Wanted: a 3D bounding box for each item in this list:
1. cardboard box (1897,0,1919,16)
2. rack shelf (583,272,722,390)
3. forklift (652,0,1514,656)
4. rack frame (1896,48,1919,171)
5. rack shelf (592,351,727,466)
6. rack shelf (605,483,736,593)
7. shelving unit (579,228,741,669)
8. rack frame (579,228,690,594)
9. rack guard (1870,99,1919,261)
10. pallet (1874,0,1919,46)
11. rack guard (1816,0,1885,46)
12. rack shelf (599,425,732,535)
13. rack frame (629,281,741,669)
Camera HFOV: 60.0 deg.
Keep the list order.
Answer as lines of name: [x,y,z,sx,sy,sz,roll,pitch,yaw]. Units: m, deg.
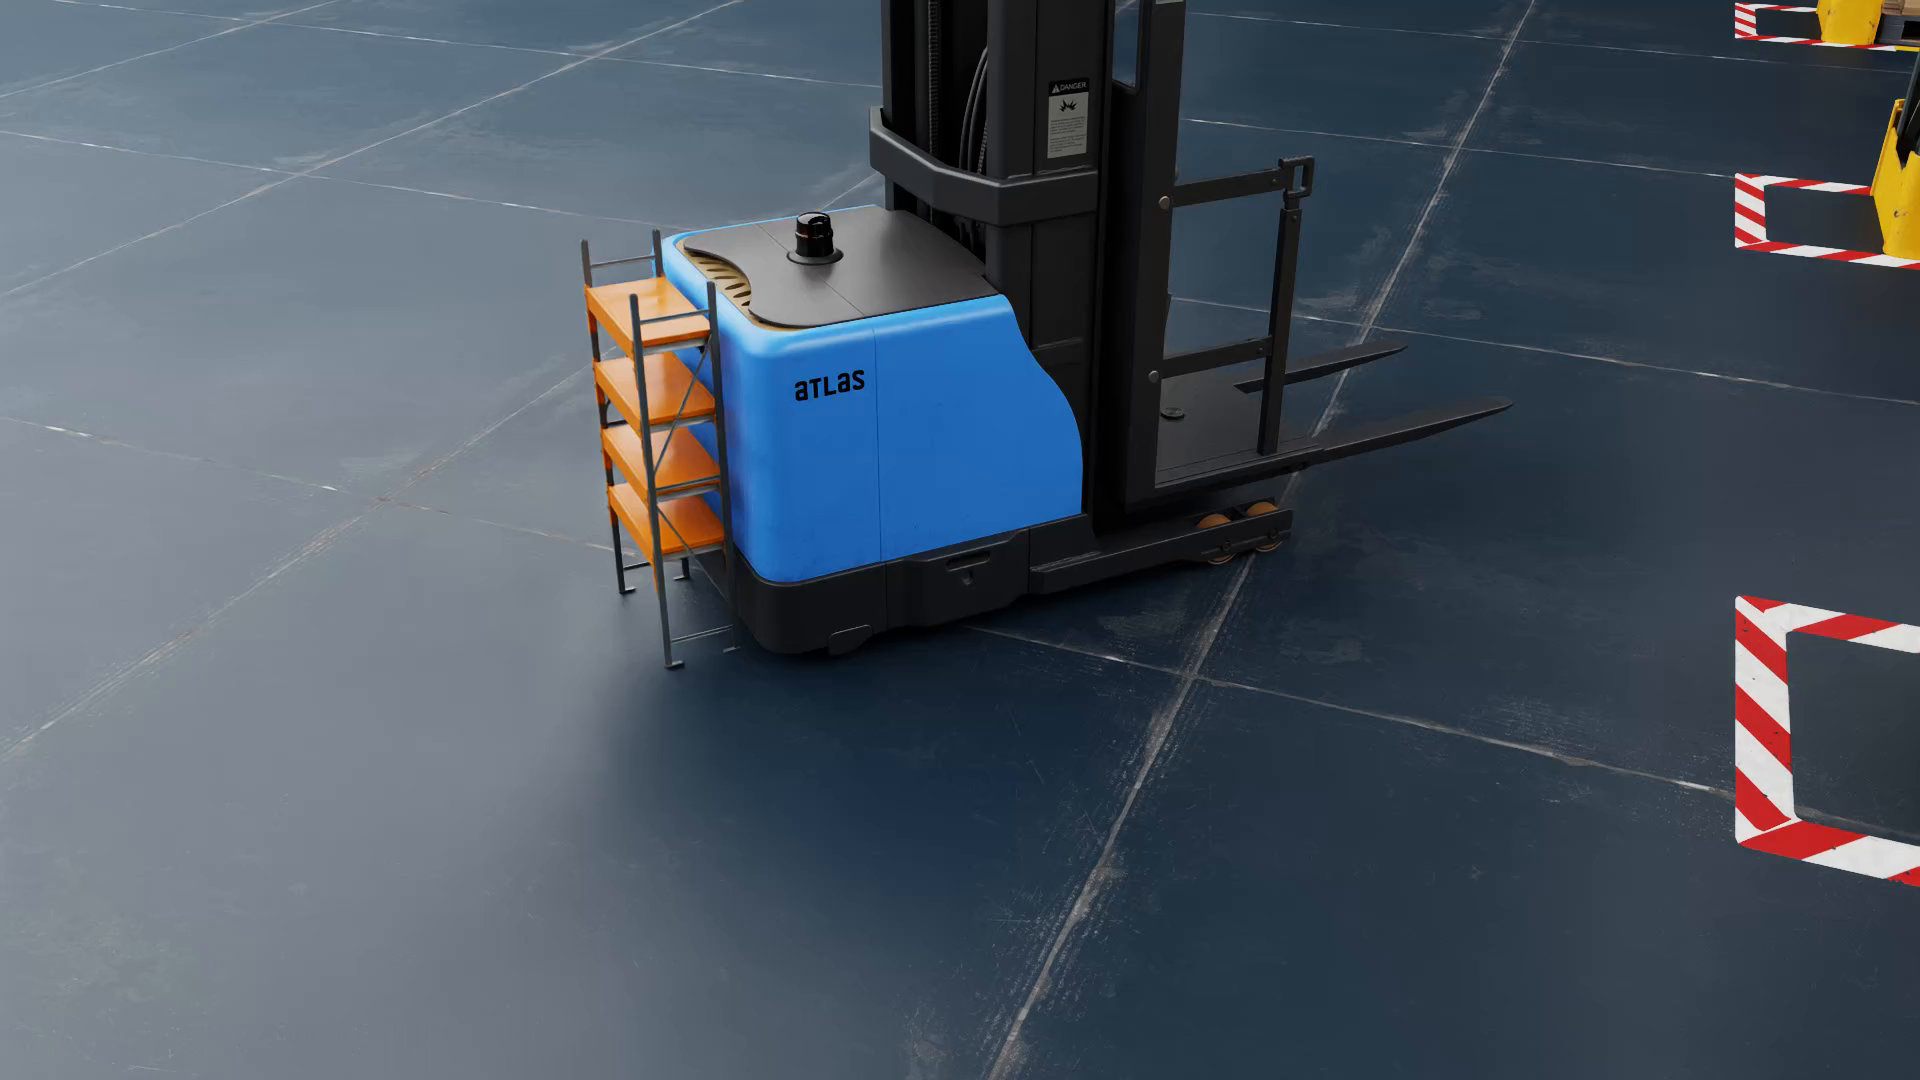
cardboard box: [7.150,-3.981,12.112,0.500,0.250,0.500,11,31,19]
rack shelf: [-0.893,-0.611,4.812,0.258,0.148,0.480,-14,32,-23]
forklift: [0.565,-1.413,5.270,3.031,2.935,1.130,-14,32,-23]
rack frame: [4.871,-2.938,7.899,0.127,3.000,1.000,11,31,19]
rack shelf: [-0.895,-0.405,4.928,0.258,0.148,0.480,-14,32,-23]
rack shelf: [-0.897,-0.037,5.134,0.258,0.148,0.480,-14,32,-23]
shelving unit: [-0.896,-0.269,5.004,0.258,1.200,0.503,-14,32,-23]
rack frame: [-1.005,-0.376,5.194,0.240,1.200,0.015,-14,32,-23]
rack guard: [4.959,-1.857,8.527,0.348,0.500,1.175,11,31,19]
pallet: [7.461,-3.859,12.363,1.213,0.211,1.003,11,31,19]
rack guard: [6.715,-4.112,12.516,0.348,0.500,1.175,11,31,19]
rack shelf: [-0.896,-0.210,5.037,0.258,0.148,0.480,-14,32,-23]
rack frame: [-0.786,-0.161,4.814,0.240,1.200,0.015,-14,32,-23]
